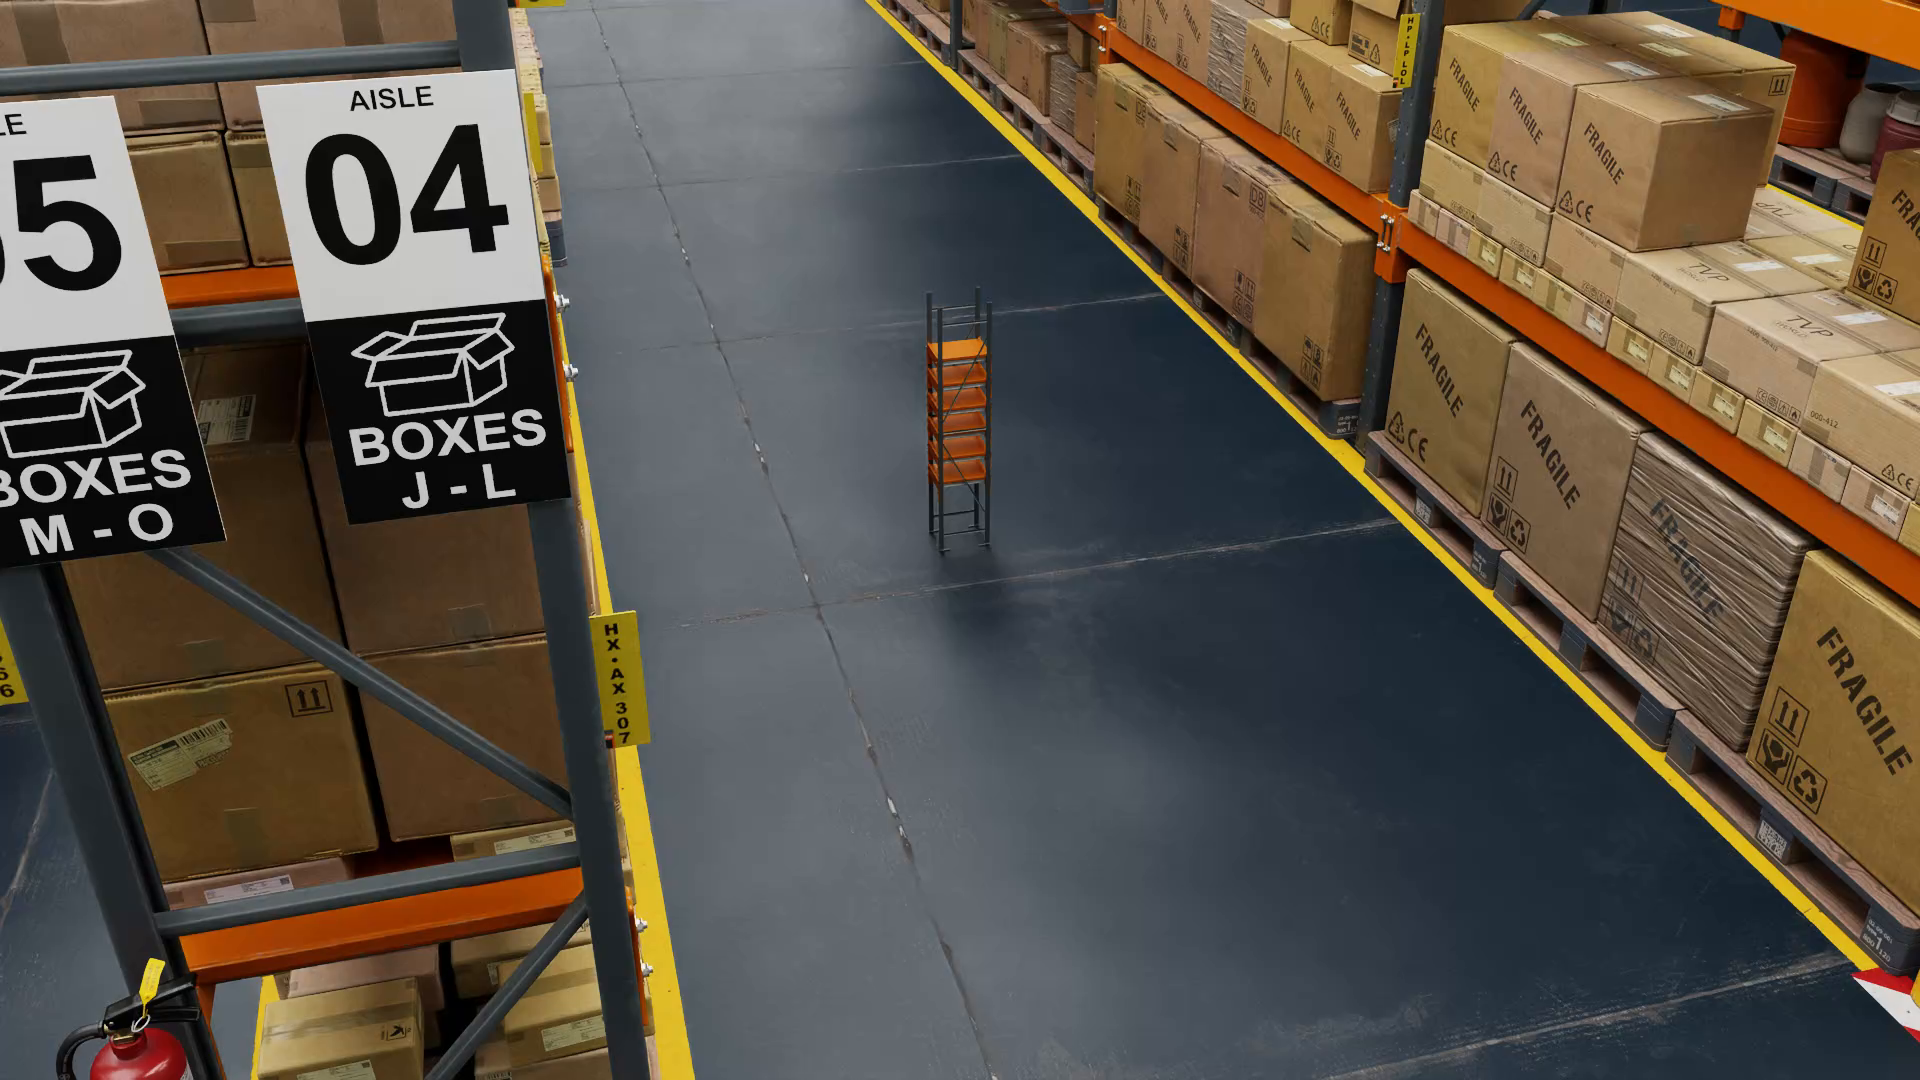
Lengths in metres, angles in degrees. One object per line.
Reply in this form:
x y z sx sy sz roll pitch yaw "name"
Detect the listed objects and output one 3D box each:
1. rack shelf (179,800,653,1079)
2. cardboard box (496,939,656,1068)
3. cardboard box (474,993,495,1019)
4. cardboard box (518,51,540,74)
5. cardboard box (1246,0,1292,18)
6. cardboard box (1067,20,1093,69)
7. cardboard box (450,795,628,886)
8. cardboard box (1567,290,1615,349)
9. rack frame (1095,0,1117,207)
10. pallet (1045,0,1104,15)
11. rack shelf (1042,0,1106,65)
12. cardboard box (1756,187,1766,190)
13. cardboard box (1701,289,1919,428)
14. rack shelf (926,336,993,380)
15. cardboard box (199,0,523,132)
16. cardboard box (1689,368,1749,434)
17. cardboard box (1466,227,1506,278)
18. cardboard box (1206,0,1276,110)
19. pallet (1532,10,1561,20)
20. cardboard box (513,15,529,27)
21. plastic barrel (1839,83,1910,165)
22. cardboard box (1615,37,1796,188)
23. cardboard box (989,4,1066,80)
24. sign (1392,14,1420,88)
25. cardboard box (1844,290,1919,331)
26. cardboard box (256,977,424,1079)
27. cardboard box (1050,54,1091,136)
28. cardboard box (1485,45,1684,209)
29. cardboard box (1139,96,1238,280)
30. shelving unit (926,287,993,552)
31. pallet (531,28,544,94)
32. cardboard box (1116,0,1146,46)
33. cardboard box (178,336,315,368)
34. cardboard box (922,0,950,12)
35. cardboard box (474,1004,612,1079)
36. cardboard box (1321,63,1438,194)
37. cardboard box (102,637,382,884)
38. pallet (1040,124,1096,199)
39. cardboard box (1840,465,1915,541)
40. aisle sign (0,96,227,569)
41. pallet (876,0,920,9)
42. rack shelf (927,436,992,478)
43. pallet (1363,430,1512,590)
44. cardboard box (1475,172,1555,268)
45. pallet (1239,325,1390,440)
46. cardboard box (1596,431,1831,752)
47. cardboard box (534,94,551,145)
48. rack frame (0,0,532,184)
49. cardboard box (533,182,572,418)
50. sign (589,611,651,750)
-1.750 0.081 5.333 1.077 0.370 4.000 -8 31 -13 "rack shelf"
-1.030 1.232 4.459 0.380 0.149 0.250 -9 31 -16 "cardboard box"
-1.198 1.377 4.803 0.380 0.149 0.250 -8 31 -13 "cardboard box"
-2.151 -2.157 7.720 0.380 0.149 0.250 -8 31 -14 "cardboard box"
2.000 -3.223 9.222 0.797 0.503 0.637 -7 31 -12 "cardboard box"
1.109 -3.746 12.535 0.500 0.250 0.500 -4 30 -8 "cardboard box"
-0.989 0.645 3.893 0.380 0.149 0.250 -8 31 -14 "cardboard box"
2.631 -0.885 6.535 0.380 0.149 0.250 -7 31 -13 "cardboard box"
1.467 -3.739 11.215 1.000 3.000 0.127 -8 31 -13 "rack frame"
1.175 -3.986 11.833 1.213 0.211 1.003 -8 31 -13 "pallet"
0.936 -4.393 13.064 1.077 0.370 4.000 -8 31 -13 "rack shelf"
3.038 -1.442 7.101 0.500 0.250 0.500 -7 31 -12 "cardboard box"
2.936 -0.628 5.694 0.500 0.250 0.500 -9 31 -15 "cardboard box"
-0.004 -0.799 7.303 0.258 0.103 0.180 -8 31 -13 "rack shelf"
-1.088 -0.965 3.079 0.500 0.250 0.500 -7 31 -12 "cardboard box"
2.836 -0.512 5.892 0.380 0.149 0.250 -8 31 -13 "cardboard box"
2.426 -1.257 7.178 0.380 0.149 0.250 -7 31 -12 "cardboard box"
1.743 -2.773 9.447 0.500 0.500 0.500 -8 31 -13 "cardboard box"
5.426 -4.748 15.742 1.003 0.211 1.213 -8 31 -13 "pallet"
-2.361 -2.532 8.368 0.380 0.149 0.250 -7 31 -12 "cardboard box"
6.624 -3.007 12.016 0.421 0.512 0.421 0 30 0 "plastic barrel"
3.037 -1.766 6.911 0.500 0.500 0.500 -8 31 -13 "cardboard box"
0.656 -4.247 14.149 0.700 0.500 0.500 -8 31 -14 "cardboard box"
2.008 -2.197 7.474 0.100 0.325 0.005 -8 31 -13 "sign"
3.449 -0.700 5.817 0.500 0.250 0.500 -9 31 -15 "cardboard box"
-1.604 1.309 4.328 0.380 0.149 0.250 -7 31 -13 "cardboard box"
1.110 -3.434 12.745 0.700 0.500 0.500 -10 32 -17 "cardboard box"
2.532 -1.691 6.781 0.500 0.500 0.500 -8 31 -13 "cardboard box"
1.859 -2.233 10.316 1.225 0.875 0.875 -8 31 -13 "cardboard box"
-0.004 -0.526 7.462 0.258 1.200 0.189 -8 31 -13 "shelving unit"
-3.050 -2.715 9.638 1.213 0.211 1.003 -8 31 -13 "pallet"
1.333 -3.511 10.722 0.500 0.500 0.500 -7 31 -12 "cardboard box"
-1.715 -0.301 3.882 0.500 0.500 0.500 -9 31 -15 "cardboard box"
-0.063 -5.534 16.393 0.500 0.500 0.500 -11 32 -18 "cardboard box"
-1.110 1.372 4.515 0.380 0.149 0.250 -7 31 -11 "cardboard box"
2.141 -2.039 8.179 0.500 0.500 0.500 -8 31 -13 "cardboard box"
-1.586 0.381 3.700 0.500 0.500 0.500 -7 31 -12 "cardboard box"
1.261 -2.909 12.566 1.003 0.211 1.213 -8 31 -13 "pallet"
3.041 -0.142 5.251 0.380 0.149 0.250 -8 31 -13 "cardboard box"
-1.489 -0.314 2.703 0.394 0.787 0.004 -8 31 -13 "aisle sign"
-0.455 -5.962 17.839 1.003 0.211 1.213 -8 31 -13 "pallet"
-0.004 -0.384 7.544 0.258 0.103 0.180 -8 31 -13 "rack shelf"
2.655 -0.222 7.923 1.003 0.211 1.213 -8 31 -13 "pallet"
2.528 -1.368 6.972 0.500 0.250 0.500 -8 31 -14 "cardboard box"
2.251 -0.962 9.202 1.003 0.211 1.213 -8 31 -13 "pallet"
3.101 0.125 6.241 0.875 0.875 0.875 -8 31 -13 "cardboard box"
-1.942 -1.778 7.065 0.380 0.149 0.250 -6 31 -11 "cardboard box"
-1.219 -1.860 1.981 1.000 3.000 0.127 -8 31 -13 "rack frame"
-1.339 -0.618 4.429 0.500 0.500 0.500 -9 31 -14 "cardboard box"
-0.696 0.289 3.392 0.100 0.325 0.005 -8 31 -13 "sign"
